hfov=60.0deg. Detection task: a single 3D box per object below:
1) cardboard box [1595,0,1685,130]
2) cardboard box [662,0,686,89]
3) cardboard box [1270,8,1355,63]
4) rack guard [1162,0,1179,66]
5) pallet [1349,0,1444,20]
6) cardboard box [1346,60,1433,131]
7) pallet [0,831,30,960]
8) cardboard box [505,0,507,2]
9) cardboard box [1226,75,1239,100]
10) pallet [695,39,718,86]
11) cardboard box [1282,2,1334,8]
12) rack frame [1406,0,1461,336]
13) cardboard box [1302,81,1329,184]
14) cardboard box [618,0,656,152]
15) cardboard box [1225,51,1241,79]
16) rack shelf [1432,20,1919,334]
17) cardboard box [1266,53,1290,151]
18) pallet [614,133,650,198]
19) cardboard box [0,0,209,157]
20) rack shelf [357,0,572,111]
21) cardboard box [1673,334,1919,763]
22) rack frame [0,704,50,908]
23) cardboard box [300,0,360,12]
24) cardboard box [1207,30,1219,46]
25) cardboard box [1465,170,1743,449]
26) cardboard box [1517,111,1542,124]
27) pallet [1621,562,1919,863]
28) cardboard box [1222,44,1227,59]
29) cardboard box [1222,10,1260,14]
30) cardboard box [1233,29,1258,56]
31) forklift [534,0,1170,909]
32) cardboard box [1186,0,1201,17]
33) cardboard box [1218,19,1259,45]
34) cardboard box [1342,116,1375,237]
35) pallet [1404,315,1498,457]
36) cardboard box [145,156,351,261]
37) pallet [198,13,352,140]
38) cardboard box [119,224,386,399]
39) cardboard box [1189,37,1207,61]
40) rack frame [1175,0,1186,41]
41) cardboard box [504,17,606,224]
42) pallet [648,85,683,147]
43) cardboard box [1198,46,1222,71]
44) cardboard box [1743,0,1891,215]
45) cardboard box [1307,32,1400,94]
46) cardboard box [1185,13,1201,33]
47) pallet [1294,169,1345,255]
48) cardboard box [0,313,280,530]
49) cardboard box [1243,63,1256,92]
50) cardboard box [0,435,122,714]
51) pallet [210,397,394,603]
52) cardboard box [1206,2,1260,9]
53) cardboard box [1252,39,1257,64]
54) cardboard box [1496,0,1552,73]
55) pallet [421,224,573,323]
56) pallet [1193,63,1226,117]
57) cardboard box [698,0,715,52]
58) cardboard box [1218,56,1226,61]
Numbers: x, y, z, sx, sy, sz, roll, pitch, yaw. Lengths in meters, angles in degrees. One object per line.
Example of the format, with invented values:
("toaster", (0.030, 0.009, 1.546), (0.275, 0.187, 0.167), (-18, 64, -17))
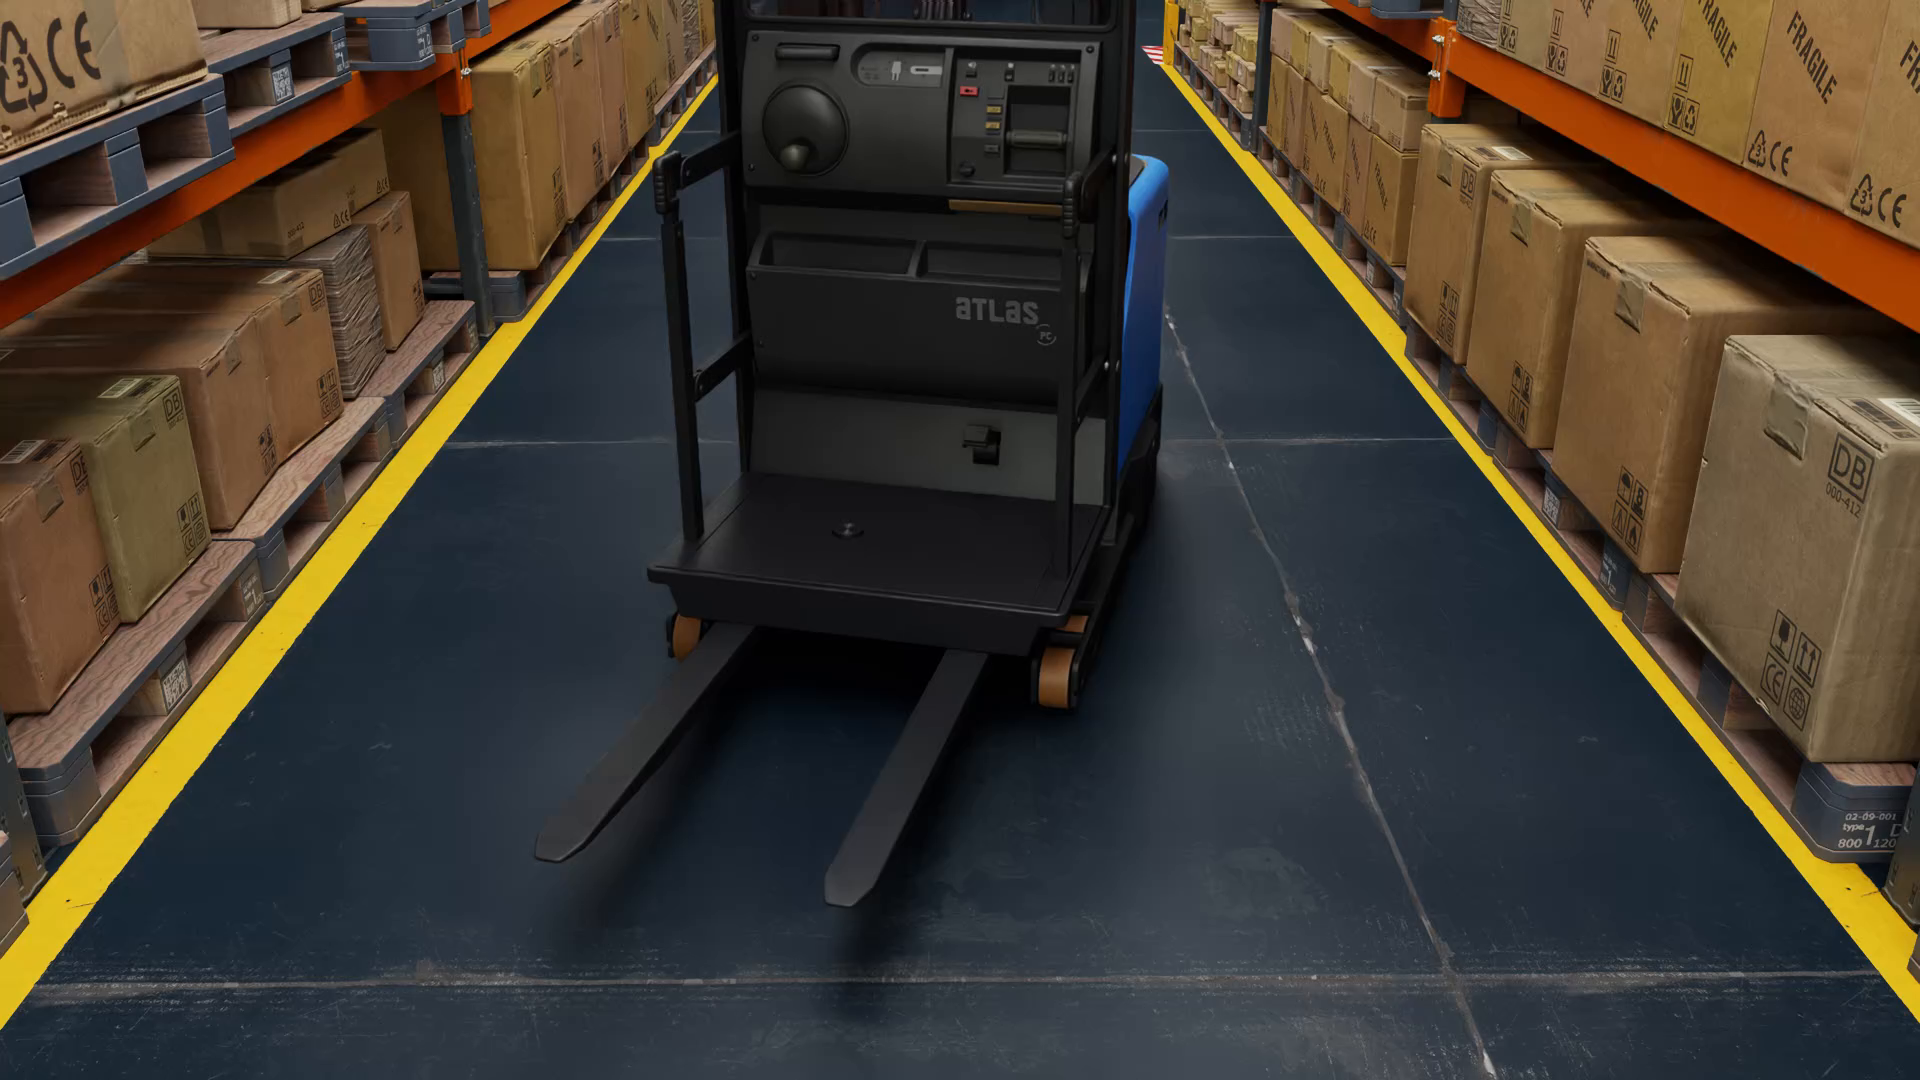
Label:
("cardboard box", (2.185, -1.469, 4.736), (0.500, 0.500, 0.500), (-1, 24, -1))
("cardboard box", (-2.508, -3.766, 12.006), (0.875, 0.875, 0.875), (0, 24, -1))
("cardboard box", (2.134, -2.969, 9.788), (0.500, 0.250, 0.500), (-1, 24, -3))
("rack guard", (2.347, -4.358, 14.280), (1.175, 0.500, 0.348), (0, 24, -1))
("pallet", (2.319, -2.438, 7.233), (1.213, 0.211, 1.003), (0, 24, -1))
("cardboard box", (2.148, -2.115, 7.900), (0.500, 0.250, 0.500), (0, 24, 0))
("pallet", (-2.441, 0.944, 2.907), (1.003, 0.211, 1.213), (0, 24, -1))
("cardboard box", (-2.268, -2.711, 7.483), (0.500, 0.500, 0.500), (-1, 24, -2))
("cardboard box", (2.059, -3.149, 11.522), (0.380, 0.149, 0.250), (-1, 24, -2))
("pallet", (-2.527, -3.948, 13.723), (1.003, 0.211, 1.213), (0, 24, -1))
("cardboard box", (2.679, -4.048, 12.787), (0.380, 0.149, 0.250), (1, 24, 1))
("rack frame", (2.434, -2.232, 6.545), (1.000, 3.000, 0.127), (0, 24, -1))
("cardboard box", (2.160, -2.193, 8.983), (0.500, 0.500, 0.500), (0, 24, 0))
("cardboard box", (-2.544, -2.859, 10.001), (1.225, 0.875, 0.875), (0, 24, 0))
("cardboard box", (2.033, -3.258, 11.403), (0.380, 0.149, 0.250), (-1, 24, -2))
("rack shelf", (2.456, -1.080, 4.871), (1.077, 0.370, 4.000), (0, 24, -1))
("cardboard box", (2.133, -2.627, 9.942), (0.500, 0.500, 0.500), (1, 24, 1))
("pallet", (-2.487, -2.311, 10.105), (1.003, 0.211, 1.213), (0, 24, -1))
("cardboard box", (-2.352, -1.396, 3.459), (1.000, 1.000, 1.000), (0, 24, 0))
("rack shelf", (-2.549, -2.748, 8.558), (1.077, 0.370, 4.000), (0, 24, -1))
("cardboard box", (2.381, -0.005, 3.842), (1.050, 0.750, 0.750), (0, 24, -1))
("rack frame", (-2.483, -0.603, 2.943), (1.000, 3.000, 0.127), (0, 24, -1))
("cardboard box", (-2.375, -2.036, 5.481), (0.700, 0.500, 0.500), (3, 25, 7))
("cardboard box", (2.125, -3.911, 12.846), (0.380, 0.149, 0.250), (-1, 24, -3))
("cardboard box", (2.363, -0.787, 5.570), (1.050, 0.750, 0.750), (0, 24, 0))
("cardboard box", (2.668, -1.911, 7.450), (0.500, 0.250, 0.500), (-1, 24, -3))
("pallet", (2.394, 0.369, 4.178), (1.003, 0.211, 1.213), (0, 24, -1))
("cardboard box", (2.123, -3.578, 12.109), (0.380, 0.149, 0.250), (-1, 24, -3))
("cardboard box", (2.145, -3.829, 12.304), (0.380, 0.149, 0.250), (0, 24, 0))
("cardboard box", (2.074, -3.397, 11.348), (0.380, 0.149, 0.250), (0, 24, -1))
("forklift", (-0.160, -1.072, 4.065), (1.130, 2.935, 3.031), (6, 25, 13))
("cardboard box", (2.010, -4.257, 13.251), (0.380, 0.149, 0.250), (0, 24, -1))
("cardboard box", (2.054, -3.615, 11.831), (0.380, 0.149, 0.250), (-1, 24, -3))
("cardboard box", (2.163, -1.768, 8.044), (0.500, 0.500, 0.500), (1, 24, 2))
("pallet", (2.367, -0.636, 6.401), (1.003, 0.211, 1.213), (0, 24, -1))
("cardboard box", (-2.474, -1.160, 5.764), (0.500, 0.250, 0.500), (2, 24, 5))
("pallet", (-2.464, -1.348, 4.824), (1.003, 0.211, 1.213), (0, 24, -1))
("cardboard box", (-2.481, -0.808, 5.897), (0.700, 0.500, 0.500), (-2, 24, -5))
("cardboard box", (2.020, -3.888, 13.156), (0.380, 0.149, 0.250), (0, 24, 0))
("rack frame", (2.346, -5.528, 13.834), (1.000, 3.000, 0.127), (0, 24, -1))
("cardboard box", (-2.516, -2.126, 8.380), (1.225, 0.875, 0.875), (0, 24, 0))
("pallet", (-2.501, -2.943, 11.500), (1.003, 0.211, 1.213), (0, 24, -1))
("cardboard box", (2.033, -3.680, 12.697), (0.380, 0.149, 0.250), (-1, 24, -3))
("cardboard box", (2.199, -1.051, 3.813), (0.500, 0.500, 0.500), (-1, 24, -1))
("cardboard box", (2.143, -2.539, 8.838), (0.500, 0.250, 0.500), (1, 24, 1))
("cardboard box", (2.042, -4.226, 13.543), (0.380, 0.149, 0.250), (0, 24, -1))
("pallet", (2.416, -1.785, 8.940), (1.003, 0.211, 1.213), (0, 24, -1))
("cardboard box", (-2.461, -0.345, 4.872), (0.700, 0.500, 0.500), (-2, 24, -5))
("cardboard box", (2.069, -3.037, 10.913), (0.380, 0.149, 0.250), (0, 24, 0))
("cardboard box", (-2.469, 0.082, 3.928), (0.700, 0.500, 0.500), (-2, 24, -5))
("pallet", (-2.510, -0.157, 5.342), (1.003, 0.211, 1.213), (0, 24, -1))
("cardboard box", (2.090, -4.041, 12.773), (0.380, 0.149, 0.250), (1, 24, 2))
("cardboard box", (2.126, -3.189, 10.889), (0.380, 0.149, 0.250), (0, 24, 1))
("cardboard box", (2.177, -1.882, 5.649), (0.500, 0.500, 0.500), (0, 24, -1))
("pallet", (-2.460, -1.306, 7.881), (1.003, 0.211, 1.213), (0, 24, -1))
("pallet", (2.331, -3.390, 12.490), (1.003, 0.211, 1.213), (0, 24, -1))
("cardboard box", (-2.527, -4.508, 13.646), (0.875, 0.875, 0.875), (0, 24, -1))
("cardboard box", (2.098, -3.467, 12.226), (0.380, 0.149, 0.250), (0, 24, 0))
